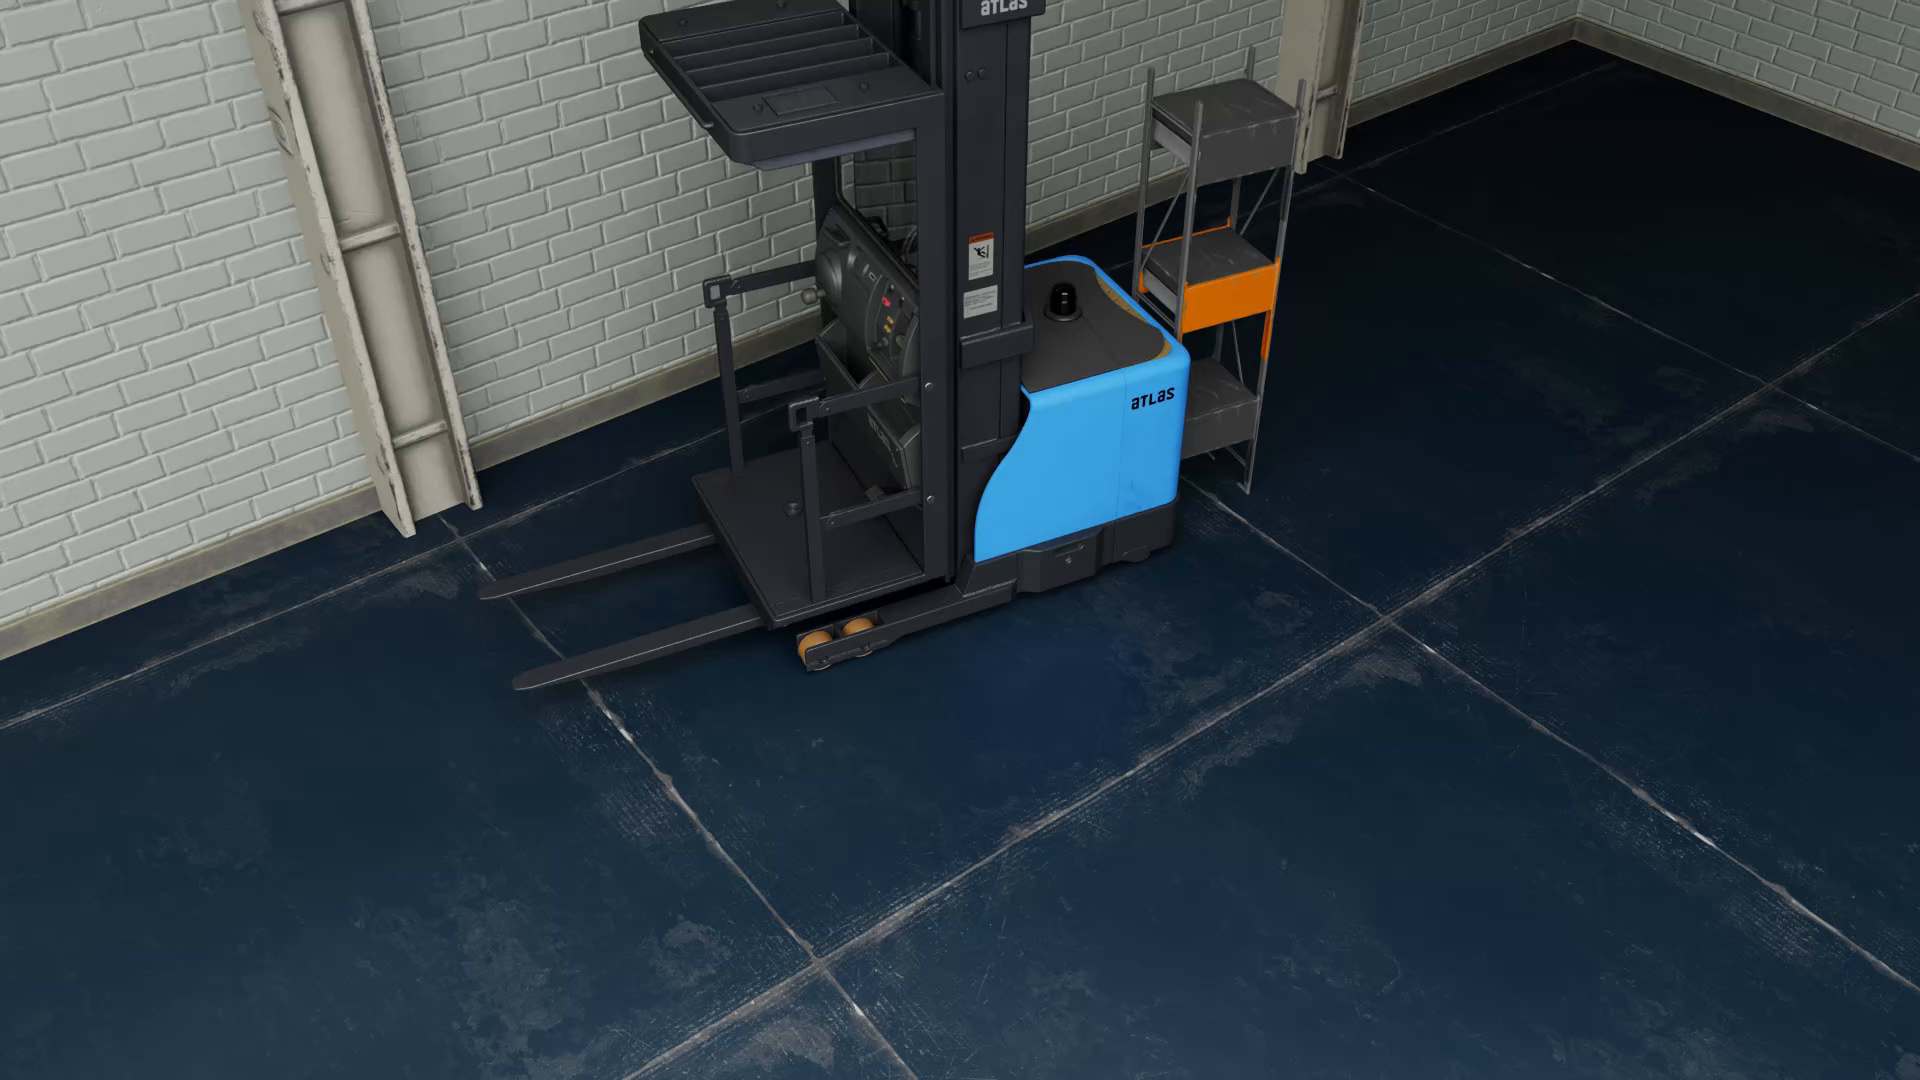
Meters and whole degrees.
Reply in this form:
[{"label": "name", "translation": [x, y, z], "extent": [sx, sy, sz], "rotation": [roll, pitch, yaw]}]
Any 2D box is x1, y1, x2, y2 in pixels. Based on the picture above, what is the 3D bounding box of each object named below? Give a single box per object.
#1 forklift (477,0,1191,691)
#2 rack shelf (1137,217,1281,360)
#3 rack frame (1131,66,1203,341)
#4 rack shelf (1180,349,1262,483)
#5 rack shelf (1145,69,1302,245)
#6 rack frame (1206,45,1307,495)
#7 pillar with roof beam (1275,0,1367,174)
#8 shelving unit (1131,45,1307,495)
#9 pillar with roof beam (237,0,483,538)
[{"label": "forklift", "translation": [-0.562, -0.963, 6.613], "extent": [3.031, 2.935, 1.130], "rotation": [-17, 42, -19]}, {"label": "rack shelf", "translation": [1.083, -1.069, 7.419], "extent": [0.480, 0.518, 0.431], "rotation": [-17, 42, -19]}, {"label": "rack frame", "translation": [0.863, -1.013, 7.330], "extent": [0.015, 2.100, 0.400], "rotation": [-17, 42, -19]}, {"label": "rack shelf", "translation": [1.083, -0.528, 7.863], "extent": [0.480, 0.518, 0.431], "rotation": [-17, 42, -19]}, {"label": "rack shelf", "translation": [1.083, -1.610, 6.975], "extent": [0.480, 0.518, 0.431], "rotation": [-17, 42, -19]}, {"label": "rack frame", "translation": [1.303, -1.147, 7.492], "extent": [0.015, 2.100, 0.400], "rotation": [-17, 42, -19]}, {"label": "pillar with roof beam", "translation": [4.855, -3.796, 5.282], "extent": [0.400, 9.000, 9.100], "rotation": [-26, 46, -28]}, {"label": "shelving unit", "translation": [1.083, -1.080, 7.411], "extent": [0.503, 2.100, 0.431], "rotation": [-17, 42, -19]}, {"label": "pillar with roof beam", "translation": [0.097, -1.477, 2.455], "extent": [0.400, 9.000, 9.100], "rotation": [-26, 46, -28]}]
